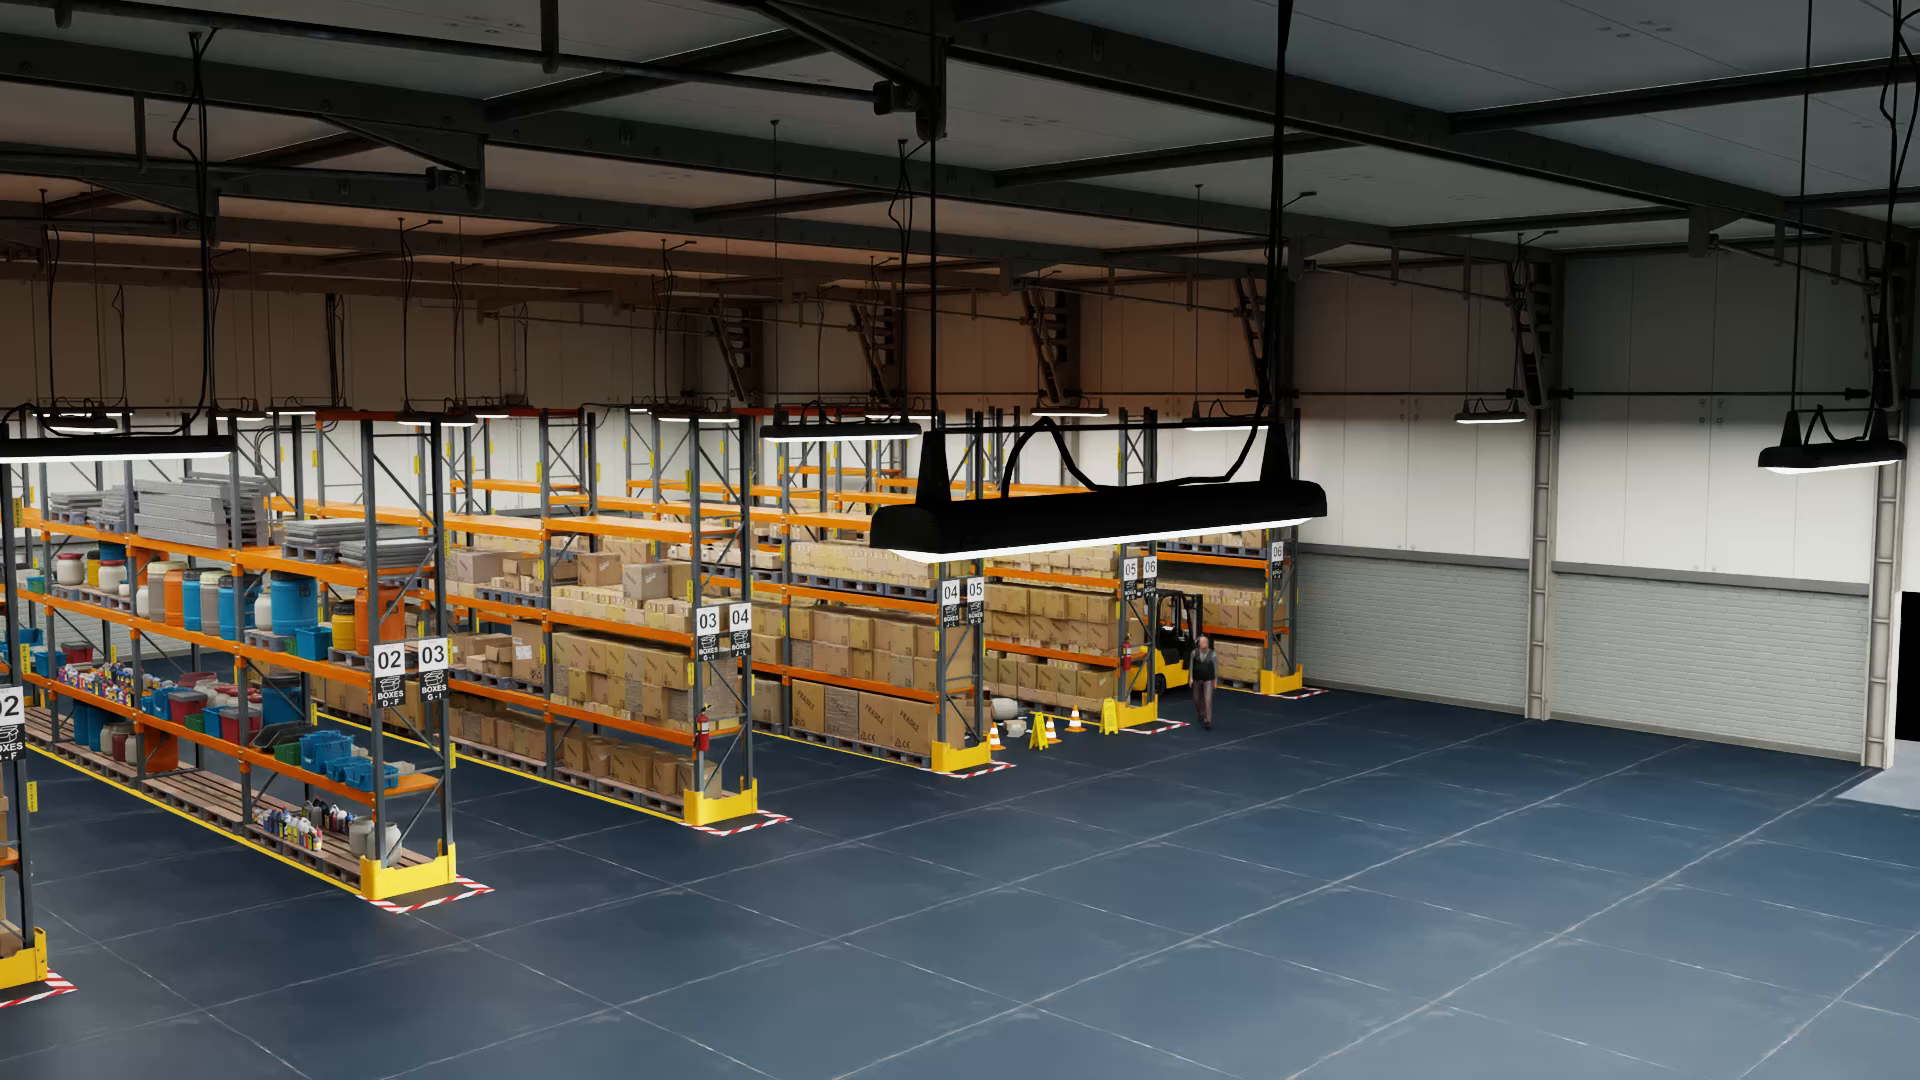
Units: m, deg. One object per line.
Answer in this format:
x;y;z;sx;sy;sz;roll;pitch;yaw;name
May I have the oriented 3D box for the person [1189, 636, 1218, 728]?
4.640;2.677;31.643;0.532;1.705;0.793;2;5;22;person
